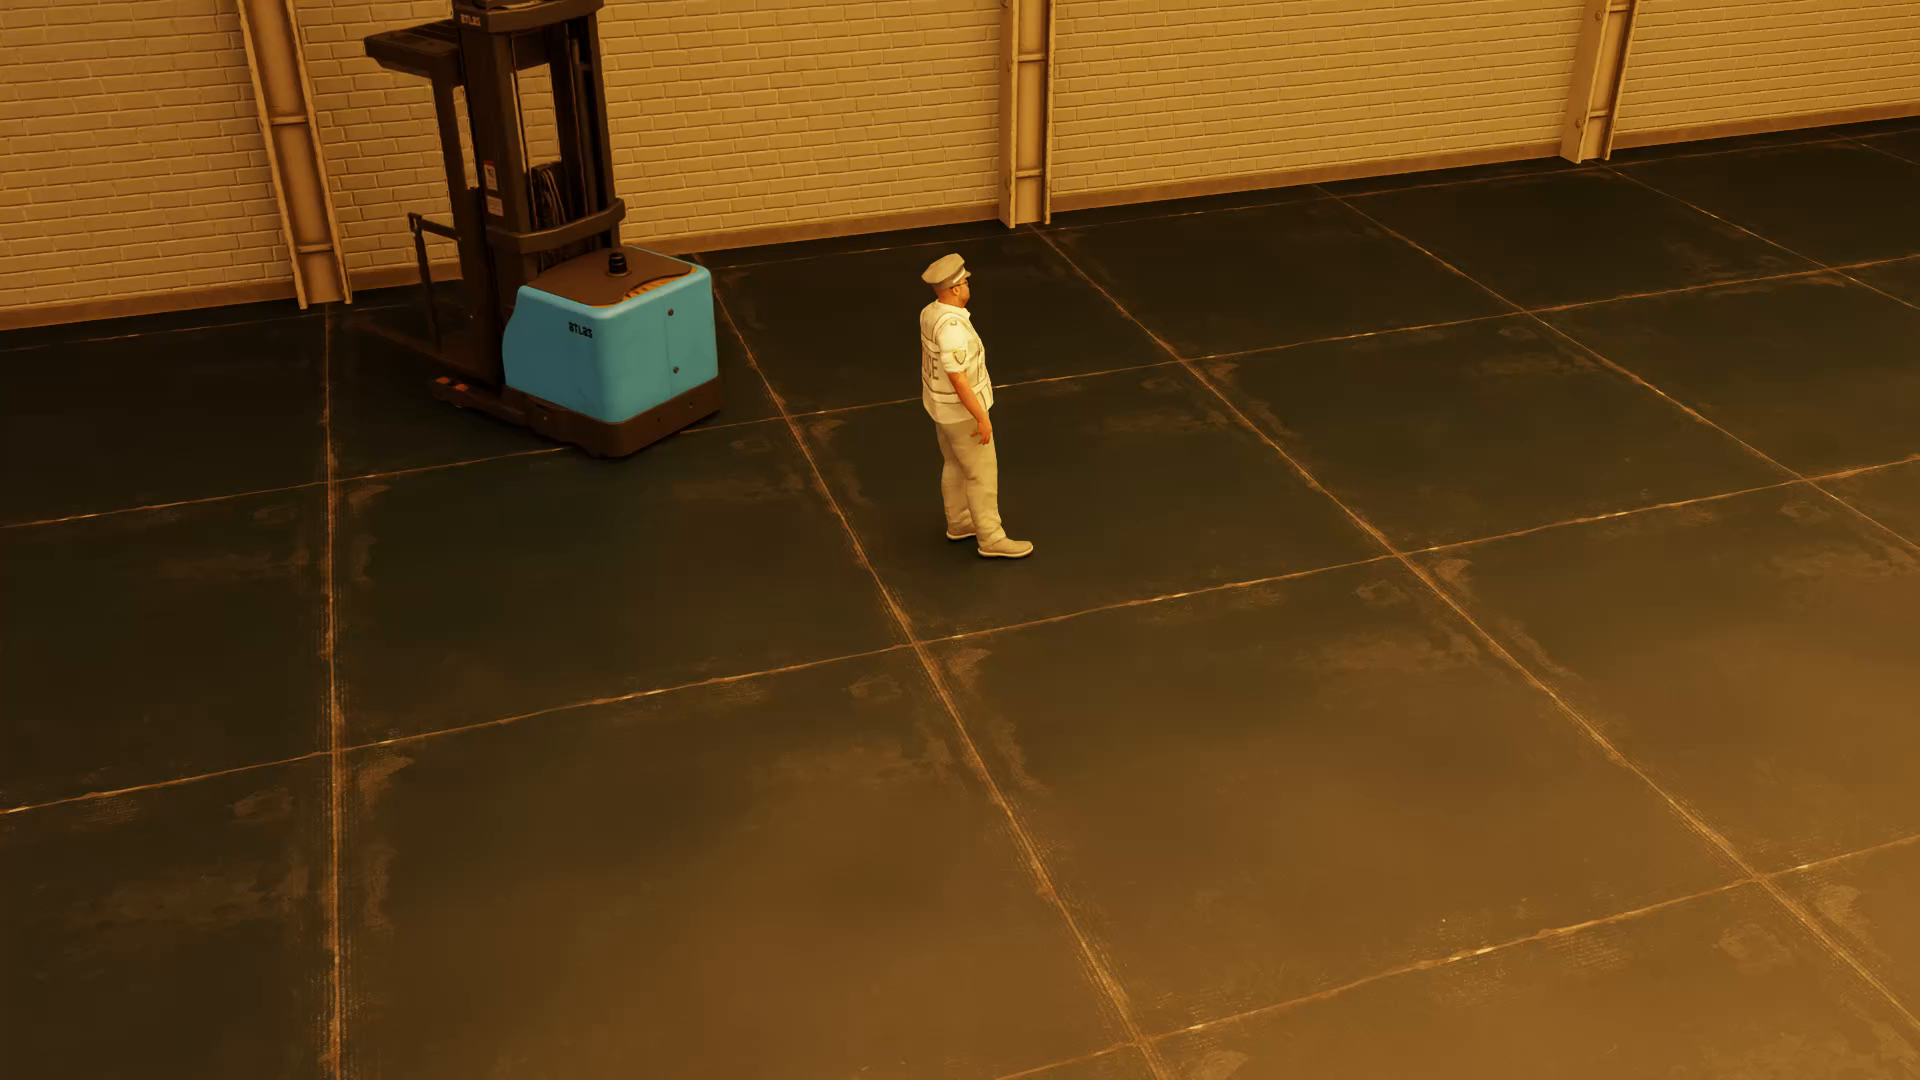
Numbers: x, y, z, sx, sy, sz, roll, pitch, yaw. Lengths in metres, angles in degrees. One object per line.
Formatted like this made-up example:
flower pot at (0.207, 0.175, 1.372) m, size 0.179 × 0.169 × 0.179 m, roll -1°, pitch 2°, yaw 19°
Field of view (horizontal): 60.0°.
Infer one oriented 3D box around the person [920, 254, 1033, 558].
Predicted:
person at (0.078, -0.786, 9.590) m, size 0.574 × 1.780 × 0.641 m, roll -10°, pitch 31°, yaw -16°

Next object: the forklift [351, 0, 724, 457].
forklift at (-3.124, -2.383, 11.229) m, size 3.031 × 2.935 × 1.130 m, roll 20°, pitch 36°, yaw 31°
